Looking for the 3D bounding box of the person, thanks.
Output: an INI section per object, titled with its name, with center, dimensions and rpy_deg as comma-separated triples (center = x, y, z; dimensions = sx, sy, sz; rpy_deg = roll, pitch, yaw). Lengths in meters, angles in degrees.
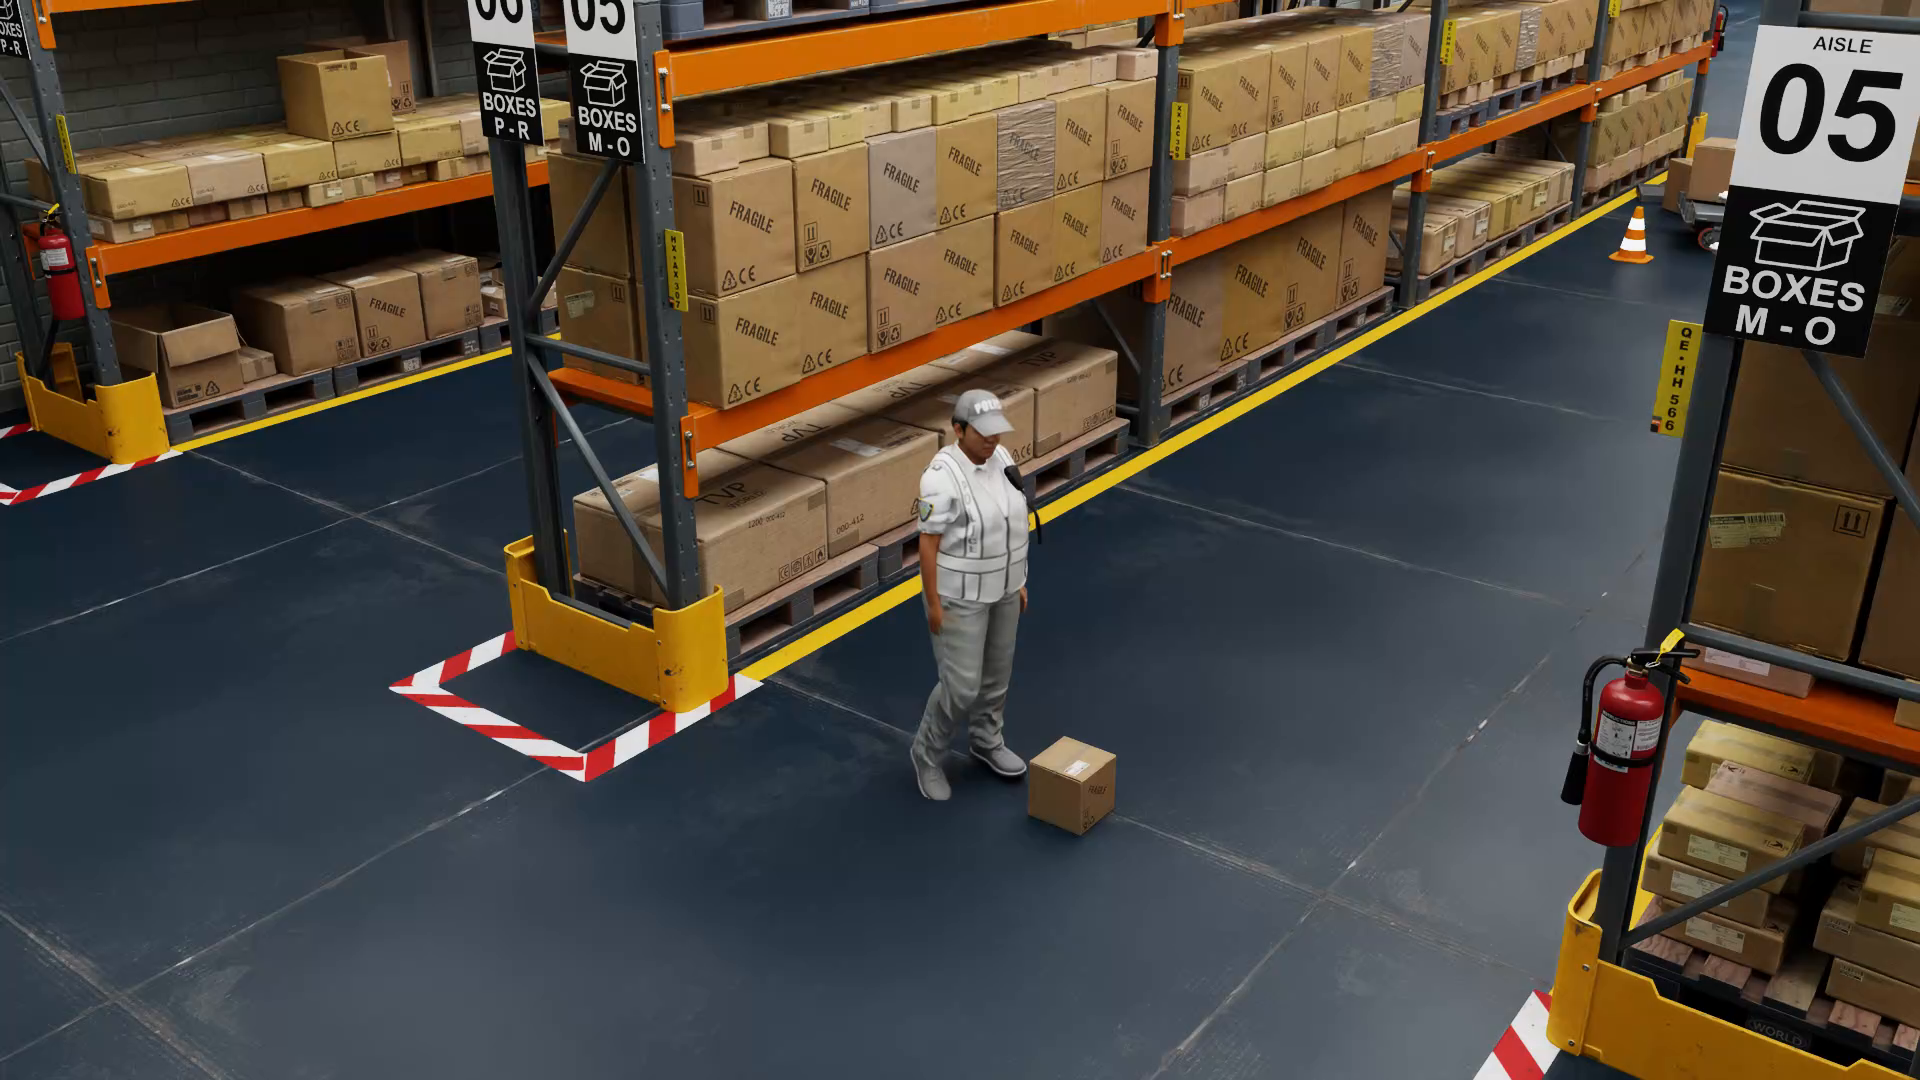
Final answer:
[person]
center = 0.054, 0.227, 6.599
dimensions = 0.393, 1.718, 0.516
rpy_deg = 21, 32, 40
